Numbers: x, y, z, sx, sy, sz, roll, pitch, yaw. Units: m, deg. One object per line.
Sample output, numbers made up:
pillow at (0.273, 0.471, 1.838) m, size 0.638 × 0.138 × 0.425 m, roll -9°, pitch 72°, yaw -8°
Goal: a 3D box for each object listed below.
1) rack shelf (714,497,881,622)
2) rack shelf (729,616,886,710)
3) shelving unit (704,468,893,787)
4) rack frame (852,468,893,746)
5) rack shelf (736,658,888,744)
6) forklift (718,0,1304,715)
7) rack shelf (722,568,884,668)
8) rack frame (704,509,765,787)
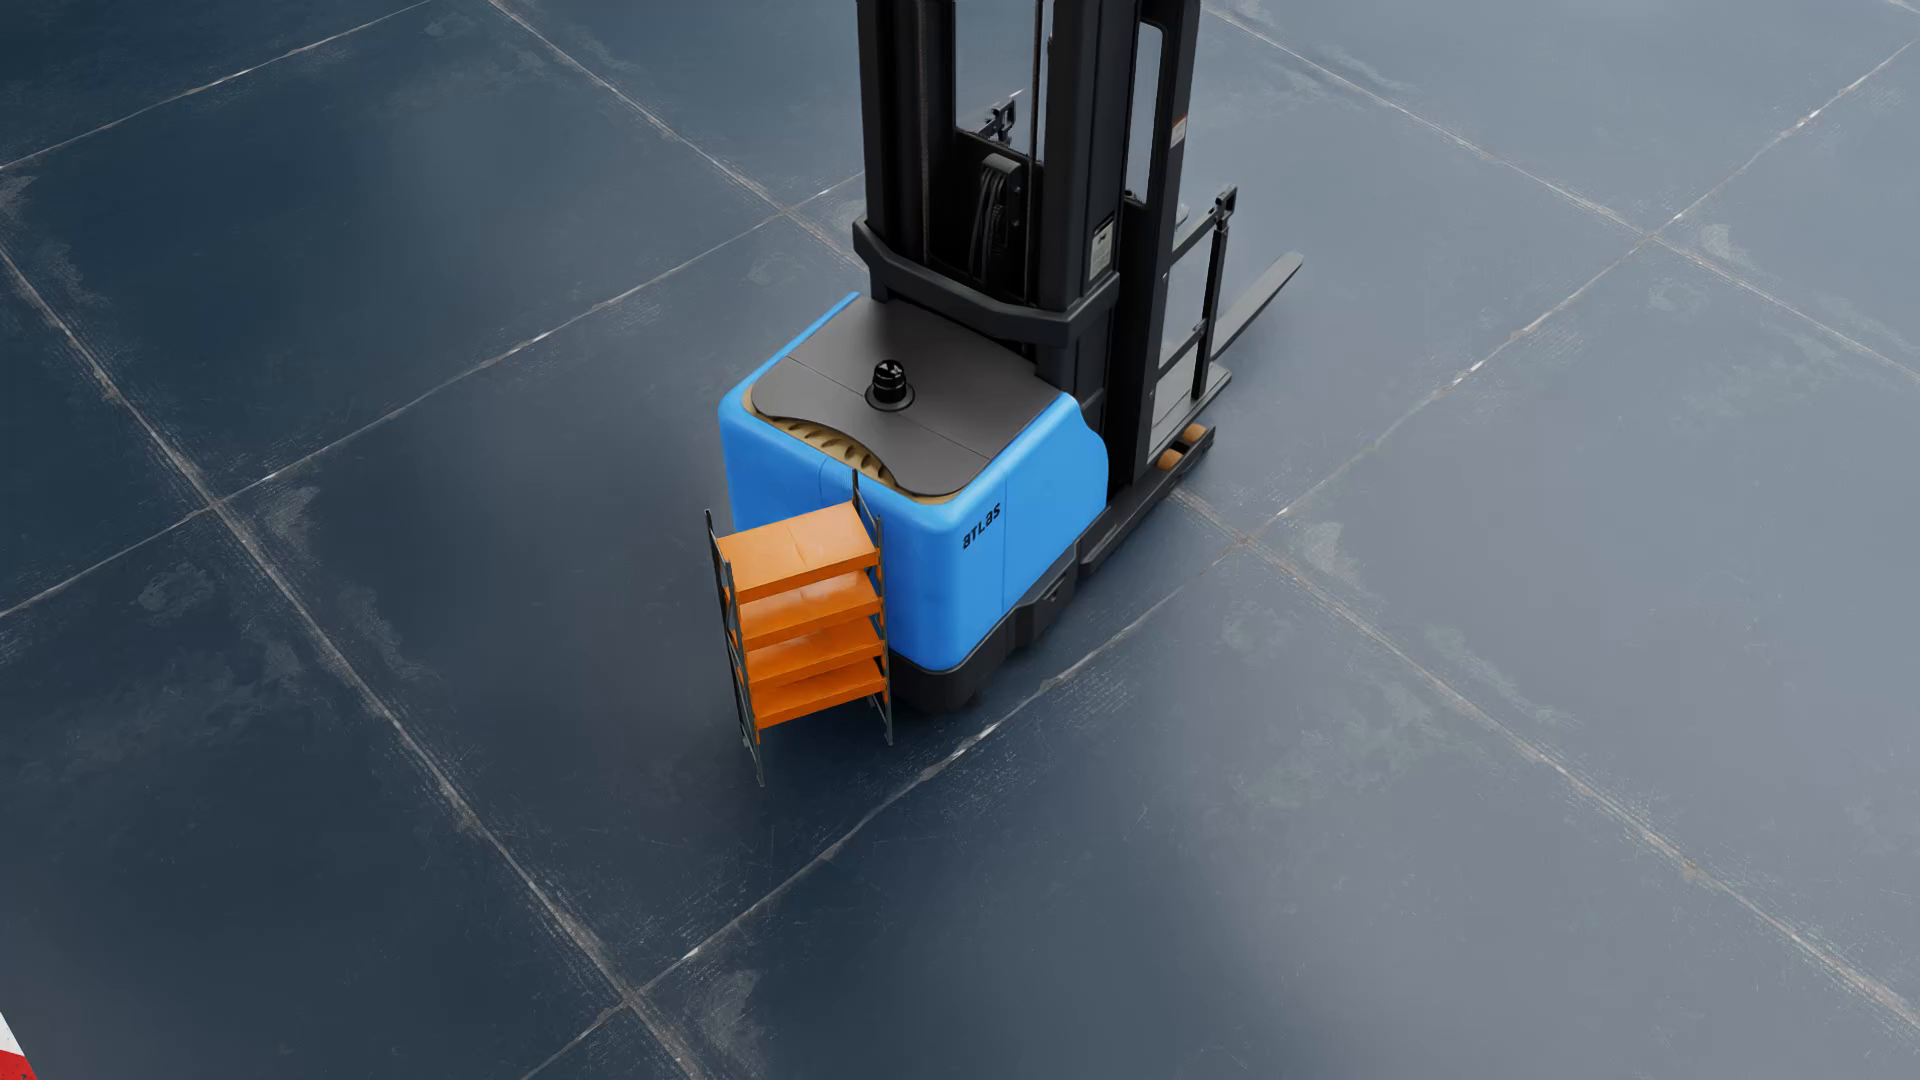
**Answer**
rack shelf at (-0.523, 0.060, 5.344) m, size 0.480 × 0.148 × 0.258 m, roll -17°, pitch 49°, yaw -15°
rack shelf at (-0.523, 0.372, 5.682) m, size 0.480 × 0.148 × 0.258 m, roll -17°, pitch 49°, yaw -15°
shelving unit at (-0.523, 0.326, 5.633) m, size 0.503 × 1.200 × 0.258 m, roll -17°, pitch 49°, yaw -15°
rack frame at (-0.296, 0.259, 5.695) m, size 0.015 × 1.200 × 0.240 m, roll -17°, pitch 49°, yaw -15°
rack shelf at (-0.523, 0.506, 5.828) m, size 0.480 × 0.148 × 0.258 m, roll -17°, pitch 49°, yaw -15°
forklift at (0.420, -1.401, 6.049) m, size 1.130 × 2.935 × 3.031 m, roll 28°, pitch 53°, yaw 24°
rack shelf at (-0.523, 0.220, 5.518) m, size 0.480 × 0.148 × 0.258 m, roll -17°, pitch 49°, yaw -15°
rack frame at (-0.749, 0.393, 5.571) m, size 0.015 × 1.200 × 0.240 m, roll -17°, pitch 49°, yaw -15°
